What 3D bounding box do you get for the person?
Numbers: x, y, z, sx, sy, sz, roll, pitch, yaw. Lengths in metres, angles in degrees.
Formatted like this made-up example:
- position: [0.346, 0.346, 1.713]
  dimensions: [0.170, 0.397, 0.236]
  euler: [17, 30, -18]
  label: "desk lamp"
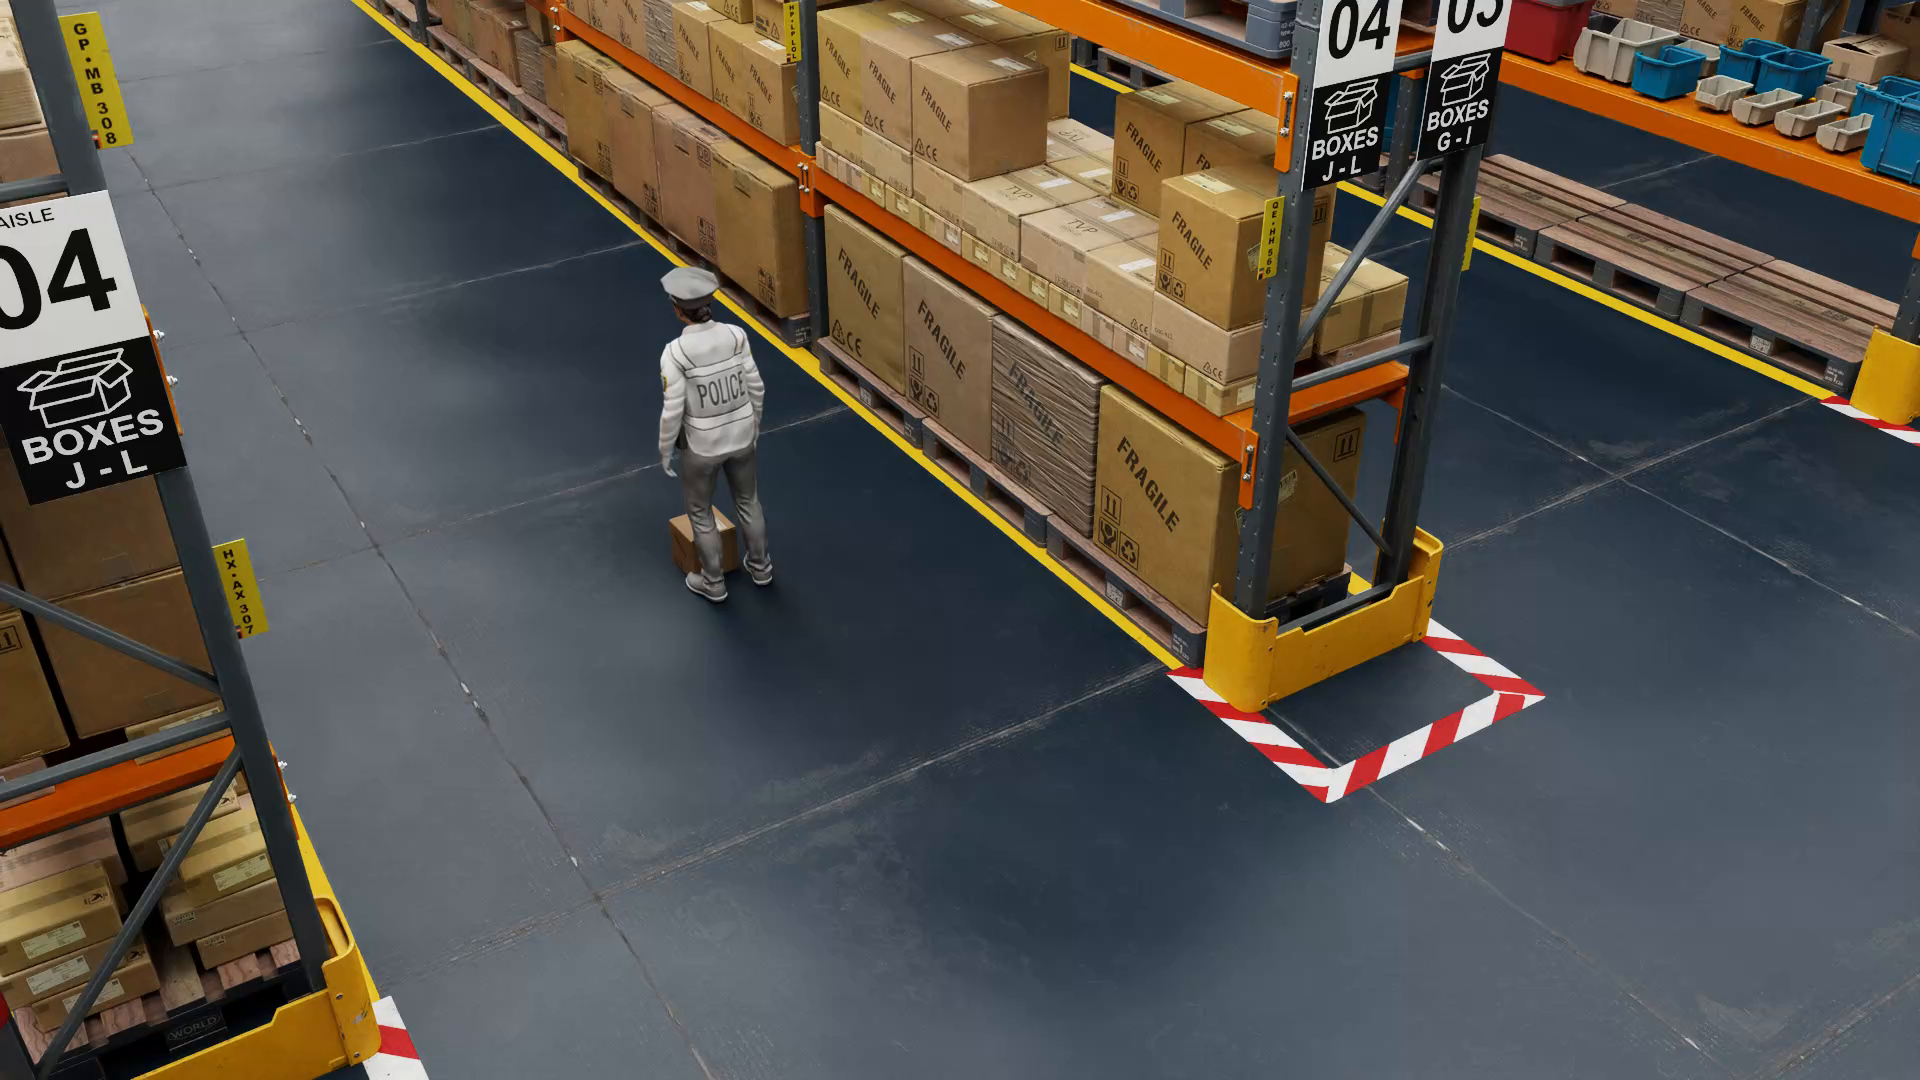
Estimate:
- position: [-1.164, -0.466, 7.857]
  dimensions: [0.543, 1.666, 0.372]
  euler: [-21, 38, -29]
  label: "person"
